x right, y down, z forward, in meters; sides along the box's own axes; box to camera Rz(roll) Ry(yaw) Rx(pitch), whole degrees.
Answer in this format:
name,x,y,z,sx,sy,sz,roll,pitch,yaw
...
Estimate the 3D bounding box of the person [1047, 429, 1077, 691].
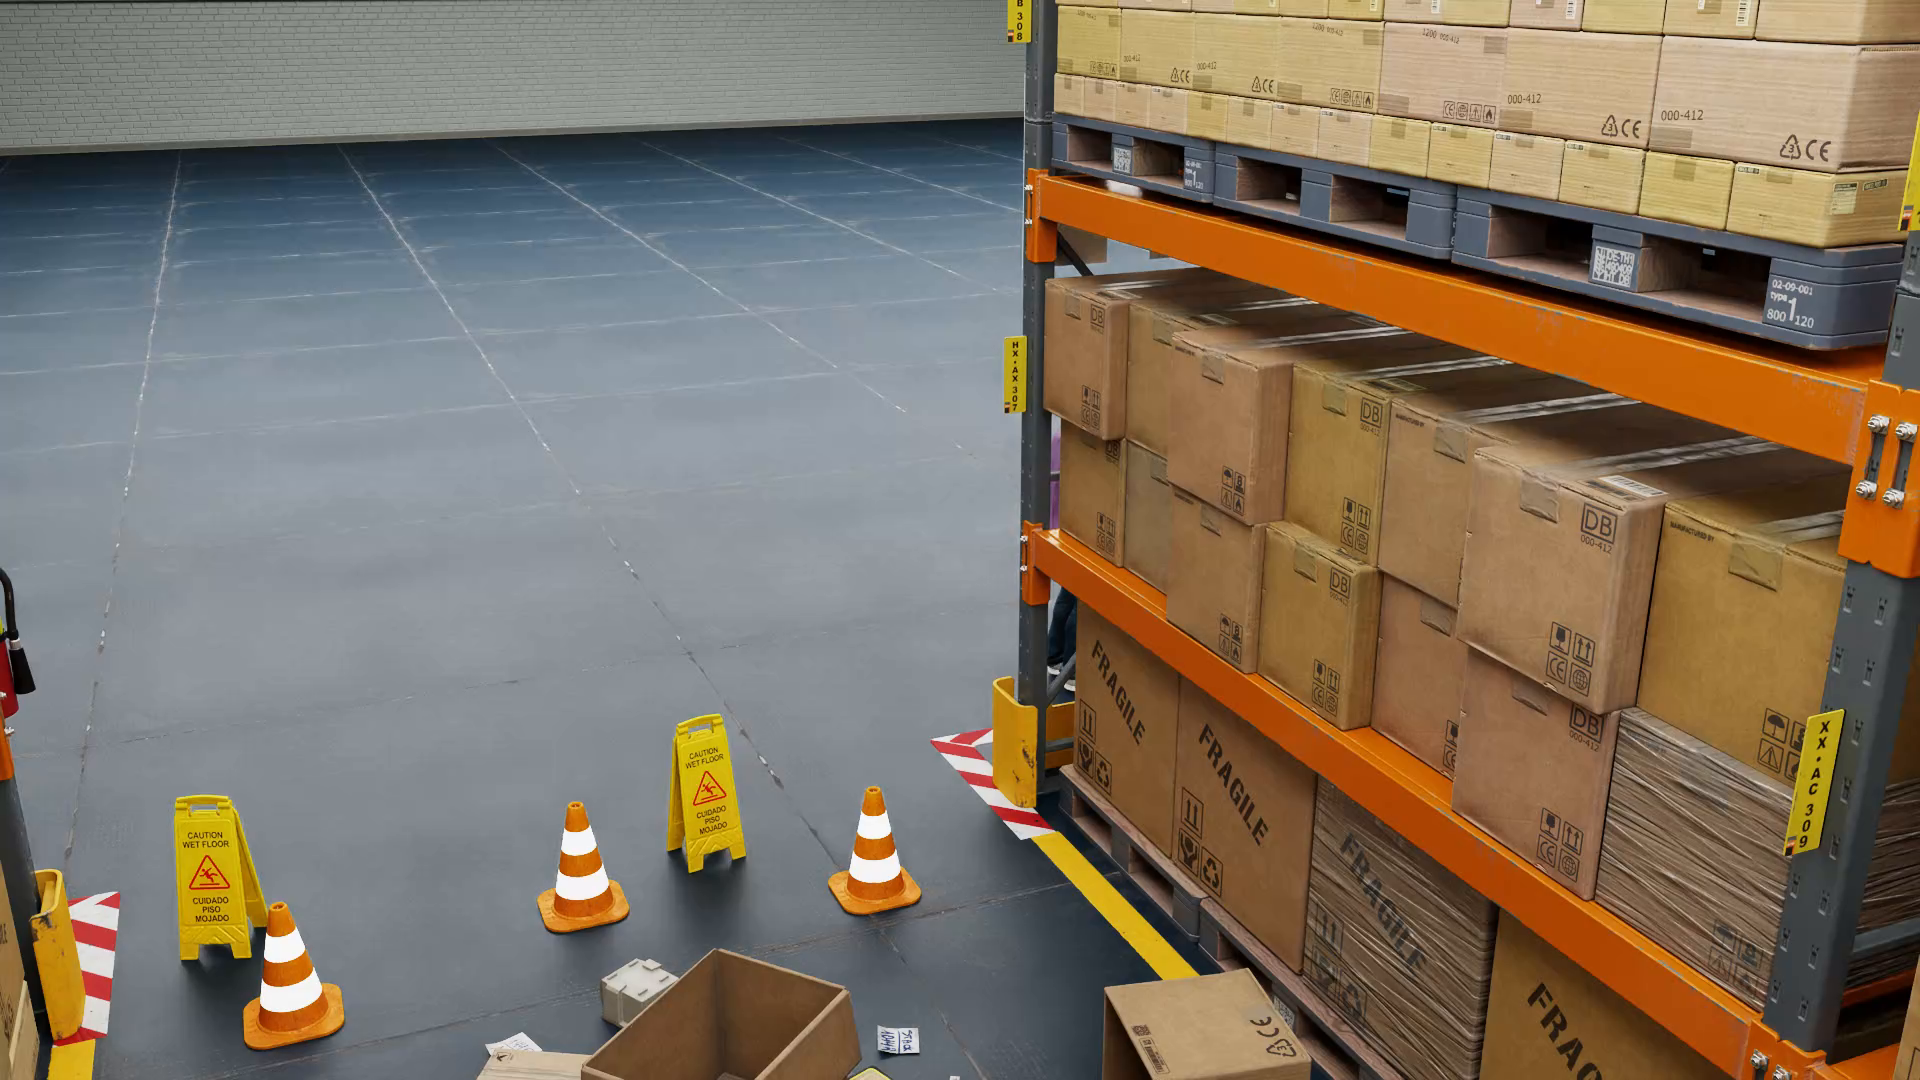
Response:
name,x,y,z,sx,sy,sz,roll,pitch,yaw
person,0.599,-0.011,8.616,0.346,1.591,0.459,-6,20,-17
